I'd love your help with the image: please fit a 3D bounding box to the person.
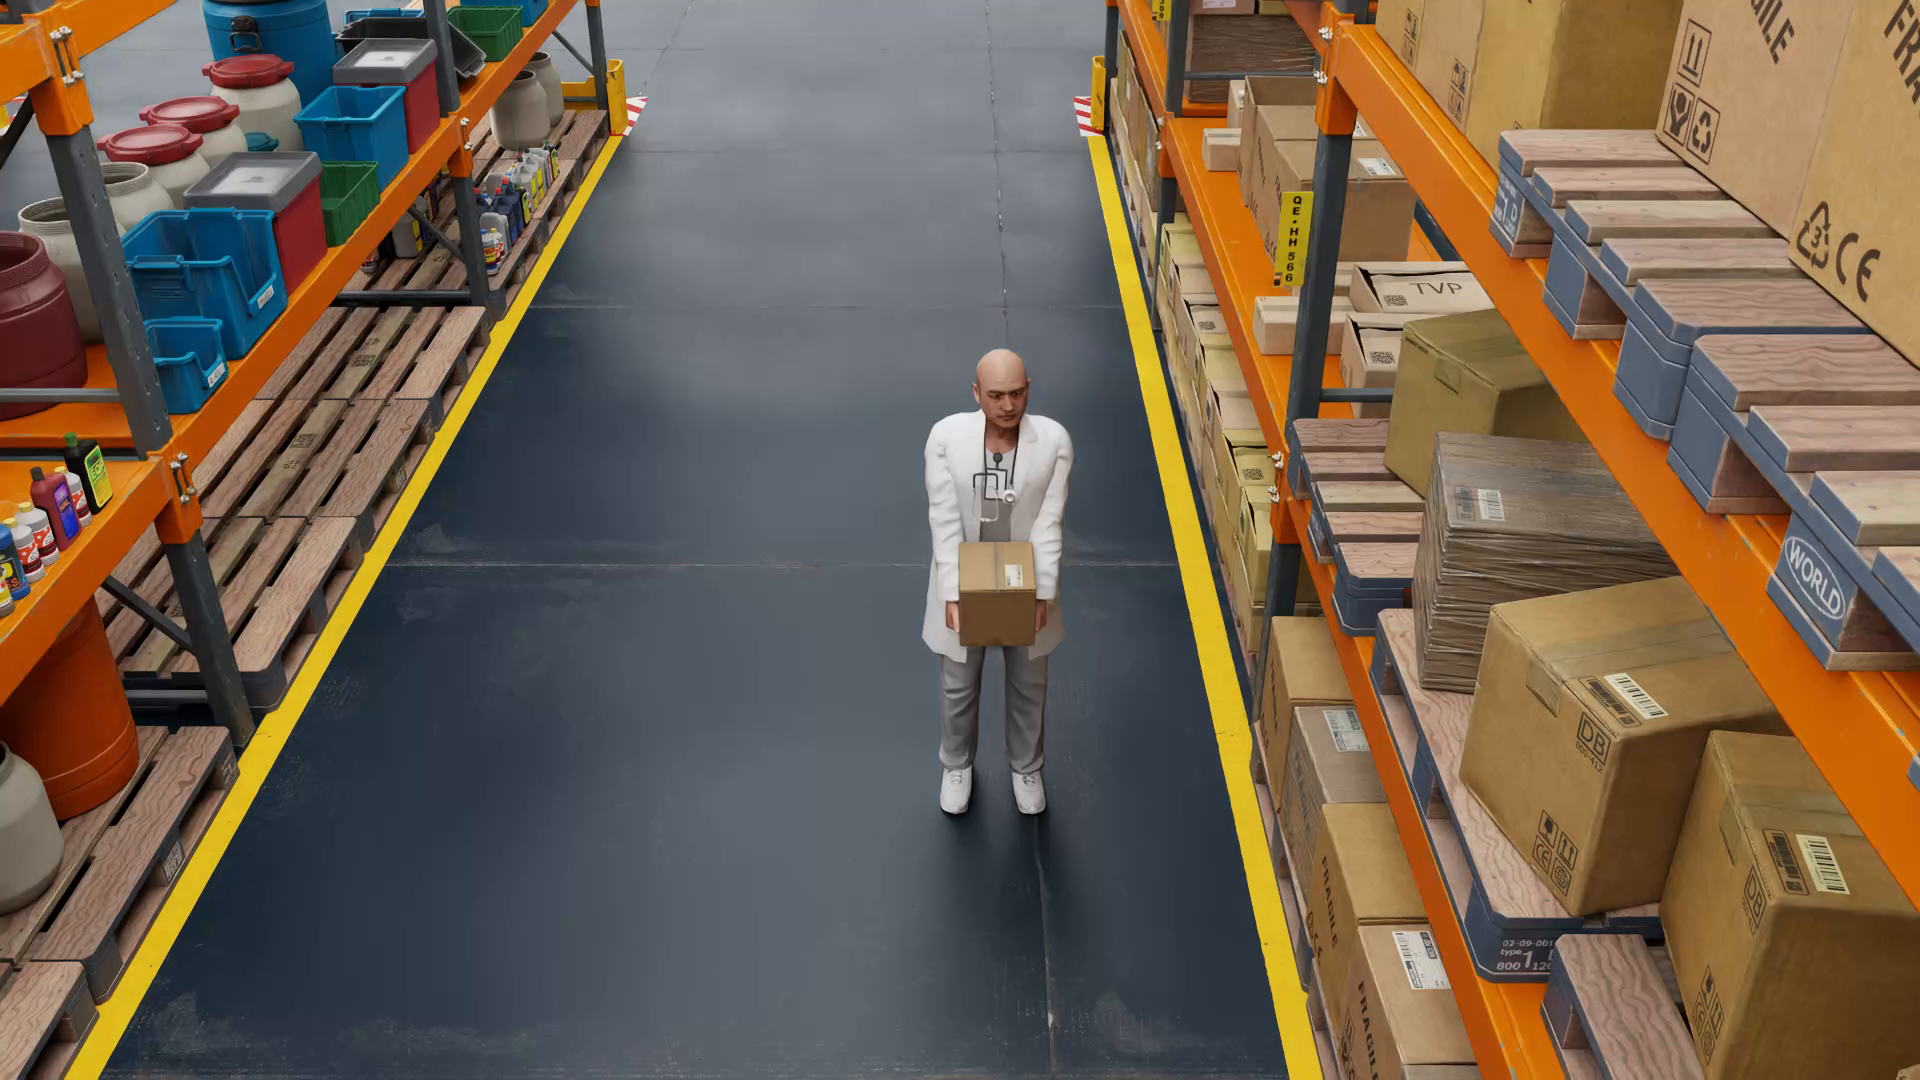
[{"bbox_3d":[0.126,0.216,5.793,0.526,1.780,0.556,0,31,-1],"label":"person"}]
